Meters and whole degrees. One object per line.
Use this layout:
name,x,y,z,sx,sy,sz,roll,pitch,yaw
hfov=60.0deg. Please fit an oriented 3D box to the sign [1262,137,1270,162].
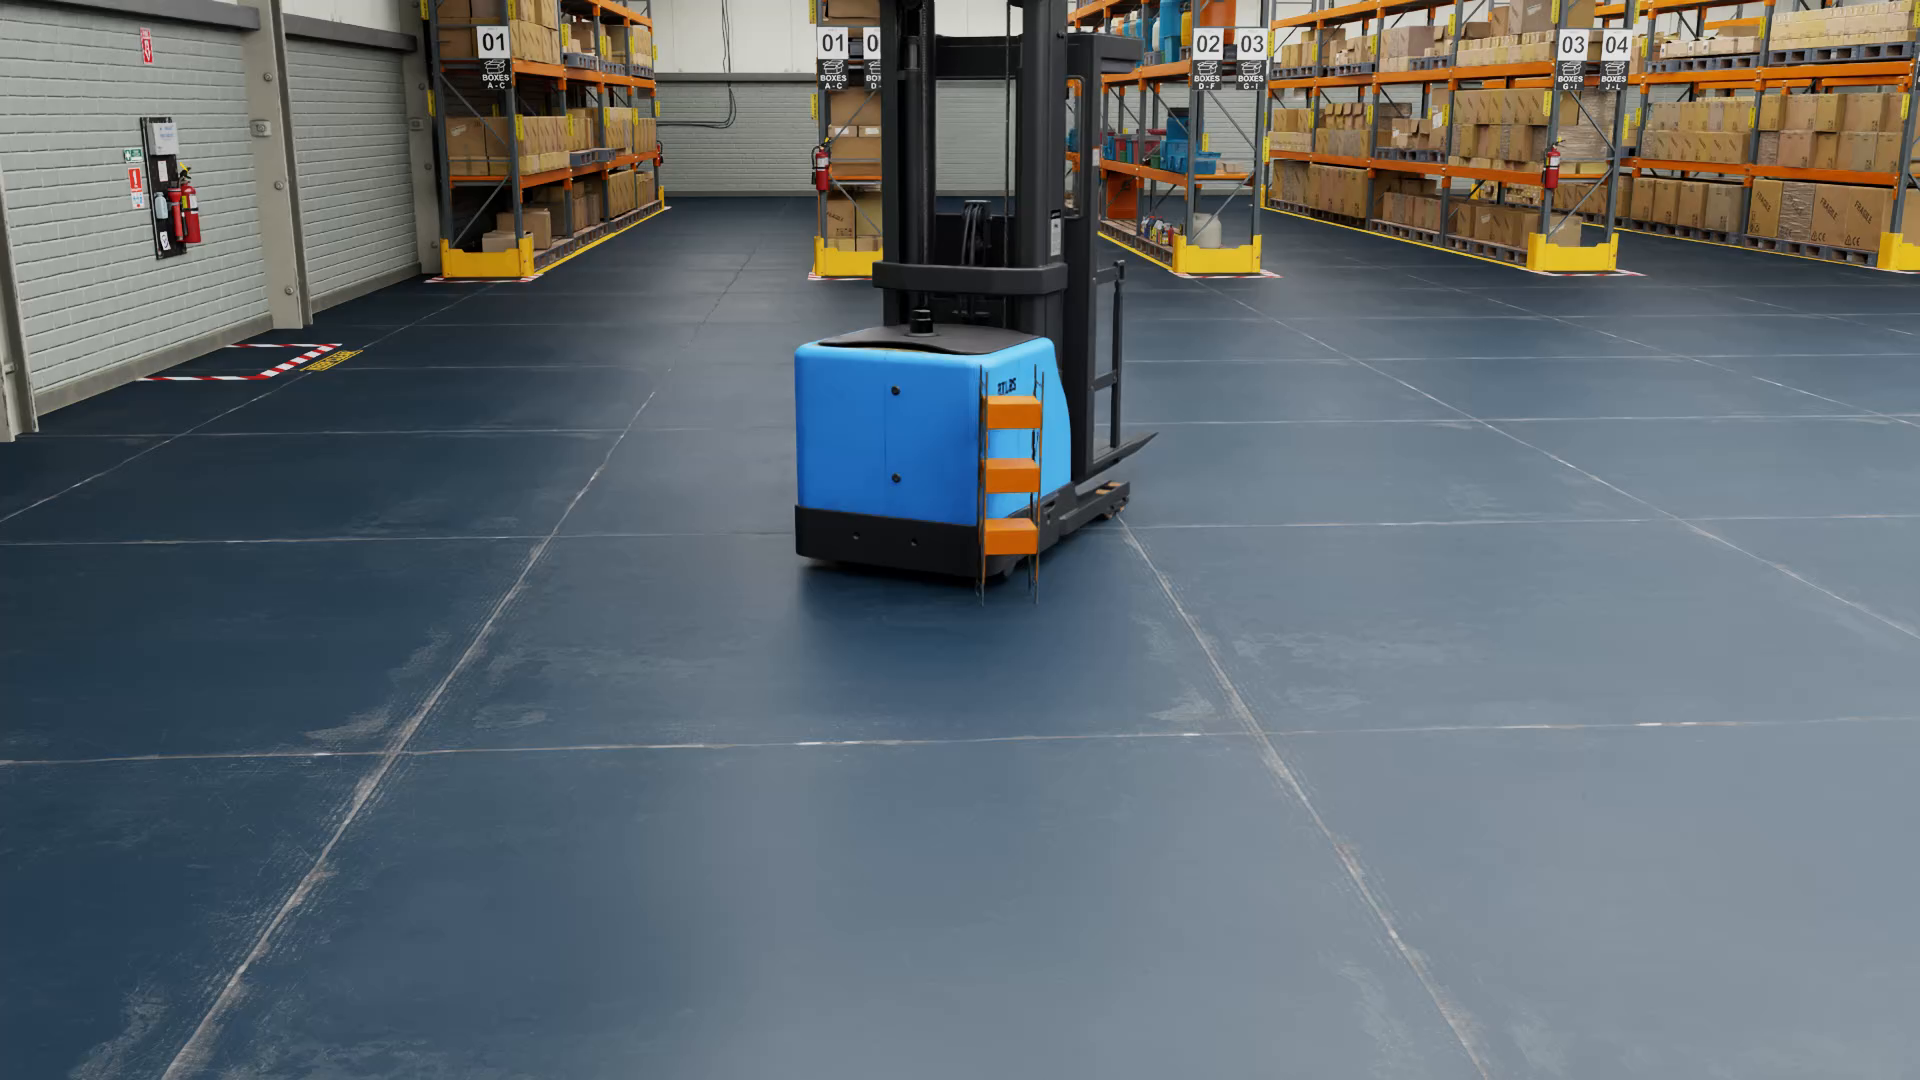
sign,4.123,-5.270,22.434,0.100,0.325,0.005,-1,14,-3

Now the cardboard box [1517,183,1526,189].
cardboard box,12.323,-7.693,36.090,0.380,0.149,0.250,-2,15,-6

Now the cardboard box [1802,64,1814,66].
cardboard box,17.429,-9.823,33.623,0.500,0.500,0.500,-1,14,-4

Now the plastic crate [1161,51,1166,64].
plastic crate,3.151,-7.077,24.417,0.336,0.188,0.450,-1,14,-3

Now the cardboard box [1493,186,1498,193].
cardboard box,12.230,-7.874,37.393,0.380,0.149,0.250,0,14,-2

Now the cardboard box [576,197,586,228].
cardboard box,-6.739,-5.537,28.158,0.700,0.500,0.500,-1,14,-4

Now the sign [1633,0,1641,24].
sign,9.058,-7.090,22.287,0.100,0.325,0.005,-1,14,-3

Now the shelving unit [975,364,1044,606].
shelving unit,0.215,-0.241,7.342,0.252,1.050,0.215,-1,15,-8

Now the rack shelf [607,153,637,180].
rack shelf,-6.934,-7.114,31.601,1.077,0.370,4.000,-1,14,-3

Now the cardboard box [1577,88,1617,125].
cardboard box,8.755,-6.023,23.111,0.500,0.500,0.500,-1,14,-3

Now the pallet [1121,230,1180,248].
pallet,3.238,-4.968,27.410,1.003,0.211,1.213,-1,14,-3

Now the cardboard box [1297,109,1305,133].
cardboard box,7.451,-8.859,35.137,0.500,0.500,0.500,-1,14,-3

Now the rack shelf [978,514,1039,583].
rack shelf,0.210,0.038,7.417,0.240,0.259,0.215,-1,15,-8

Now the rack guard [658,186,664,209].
rack guard,-7.307,-7.750,37.646,1.175,0.500,0.348,-1,14,-3

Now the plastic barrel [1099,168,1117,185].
plastic barrel,2.890,-6.989,33.037,0.600,0.901,0.708,-1,14,-3

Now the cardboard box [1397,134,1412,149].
cardboard box,7.895,-6.905,28.802,0.500,0.250,0.500,-1,14,-5

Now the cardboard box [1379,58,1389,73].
cardboard box,7.796,-8.454,29.645,0.500,0.250,0.500,-1,14,-2

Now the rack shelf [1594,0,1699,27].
rack shelf,12.854,-10.107,31.995,1.077,0.370,4.000,-1,14,-3

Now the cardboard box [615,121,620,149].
cardboard box,-6.638,-7.546,30.997,0.500,0.500,0.500,-1,14,-4

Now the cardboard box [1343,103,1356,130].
cardboard box,7.906,-8.240,32.318,0.797,0.503,0.637,0,14,-2

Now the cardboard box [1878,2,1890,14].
cardboard box,13.084,-7.430,23.225,0.380,0.149,0.250,-1,14,-3

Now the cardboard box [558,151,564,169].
cardboard box,-6.208,-5.670,24.806,0.500,0.250,0.500,-1,14,-3

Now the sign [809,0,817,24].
sign,-1.913,-6.891,21.653,0.100,0.325,0.005,-1,14,-3

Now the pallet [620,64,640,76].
pallet,-7.098,-9.573,33.873,1.003,0.211,1.213,-1,14,-3

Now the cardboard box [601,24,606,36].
cardboard box,-7.135,-9.817,32.051,0.500,0.250,0.500,0,14,1

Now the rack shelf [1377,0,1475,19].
rack shelf,8.145,-9.061,27.928,1.077,0.370,4.000,-1,14,-3

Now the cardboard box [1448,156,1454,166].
cardboard box,7.982,-6.020,26.409,0.380,0.149,0.250,-1,14,-3

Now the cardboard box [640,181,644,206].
cardboard box,-7.030,-7.265,34.918,0.700,0.500,0.500,-1,14,-4

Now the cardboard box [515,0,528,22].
cardboard box,-6.077,-7.196,22.207,0.500,0.500,0.500,-1,14,-4

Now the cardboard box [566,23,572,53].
cardboard box,-6.593,-8.119,26.998,0.500,0.500,0.500,-1,14,-5

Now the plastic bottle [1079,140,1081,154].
plastic bottle,2.435,-7.926,33.544,0.061,0.283,0.133,-1,14,-3

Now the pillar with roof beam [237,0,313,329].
pillar with roof beam,-2.553,-6.616,16.181,9.100,9.000,0.400,-1,14,-3

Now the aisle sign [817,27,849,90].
aisle sign,-1.660,-6.291,21.741,0.394,0.787,0.004,-1,14,-3

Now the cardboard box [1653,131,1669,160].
cardboard box,12.770,-7.052,29.716,0.500,0.500,0.500,-1,14,-4

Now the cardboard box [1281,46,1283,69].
cardboard box,7.611,-10.809,37.252,0.700,0.500,0.500,-2,15,-7

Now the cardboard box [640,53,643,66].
cardboard box,-6.894,-10.022,34.697,0.500,0.250,0.500,-1,14,-5

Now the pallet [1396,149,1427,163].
pallet,8.185,-6.610,28.583,1.003,0.211,1.213,-1,14,-3

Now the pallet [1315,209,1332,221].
pallet,7.896,-6.648,33.942,1.003,0.211,1.213,-1,14,-3

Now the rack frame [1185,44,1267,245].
rack frame,3.573,-5.129,22.440,1.000,3.000,0.127,-1,14,-3

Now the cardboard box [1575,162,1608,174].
cardboard box,8.737,-5.158,23.058,0.380,0.149,0.250,-1,14,-3

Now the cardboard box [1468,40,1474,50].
cardboard box,8.066,-7.622,25.613,0.380,0.149,0.250,-2,15,-6

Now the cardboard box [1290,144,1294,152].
cardboard box,7.347,-8.458,35.885,0.380,0.149,0.250,-1,14,-4

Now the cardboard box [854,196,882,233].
cardboard box,-1.259,-4.673,23.840,0.500,0.500,0.500,-1,14,-3

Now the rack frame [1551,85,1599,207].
rack frame,12.730,-8.241,34.536,1.000,3.000,0.127,-1,14,-3

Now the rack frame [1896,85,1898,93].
rack frame,22.370,-9.415,39.098,1.000,3.000,0.127,-1,14,-3

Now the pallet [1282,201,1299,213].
pallet,7.726,-7.334,36.605,1.003,0.211,1.213,-1,14,-3

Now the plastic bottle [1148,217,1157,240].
plastic bottle,2.973,-4.800,25.594,0.144,0.351,0.185,-1,15,-6

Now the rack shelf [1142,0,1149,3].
rack shelf,3.449,-7.989,23.765,1.077,0.370,4.000,-1,14,-3

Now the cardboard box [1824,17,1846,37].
cardboard box,13.073,-7.525,24.392,0.500,0.250,0.500,-1,14,-3

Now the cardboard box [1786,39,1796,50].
cardboard box,12.941,-7.612,25.532,0.380,0.149,0.250,-1,14,-4

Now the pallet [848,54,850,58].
pallet,-1.686,-7.627,26.514,0.805,0.209,1.217,-1,15,-6

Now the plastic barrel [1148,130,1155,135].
plastic barrel,3.413,-6.721,28.354,0.433,0.535,0.433,0,14,0

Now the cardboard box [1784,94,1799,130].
cardboard box,13.364,-6.620,25.767,0.875,0.550,0.550,-1,14,-3

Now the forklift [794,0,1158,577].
forklift,0.285,-1.568,8.738,1.130,2.935,3.031,7,16,24

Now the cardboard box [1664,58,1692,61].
cardboard box,13.208,-8.893,30.851,0.500,0.500,0.500,-1,14,-3

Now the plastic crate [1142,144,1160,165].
plastic crate,3.231,-5.961,25.800,0.767,0.338,0.504,-1,14,-3

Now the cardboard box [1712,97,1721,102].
cardboard box,17.185,-9.896,37.459,0.380,0.149,0.250,-1,14,-5
